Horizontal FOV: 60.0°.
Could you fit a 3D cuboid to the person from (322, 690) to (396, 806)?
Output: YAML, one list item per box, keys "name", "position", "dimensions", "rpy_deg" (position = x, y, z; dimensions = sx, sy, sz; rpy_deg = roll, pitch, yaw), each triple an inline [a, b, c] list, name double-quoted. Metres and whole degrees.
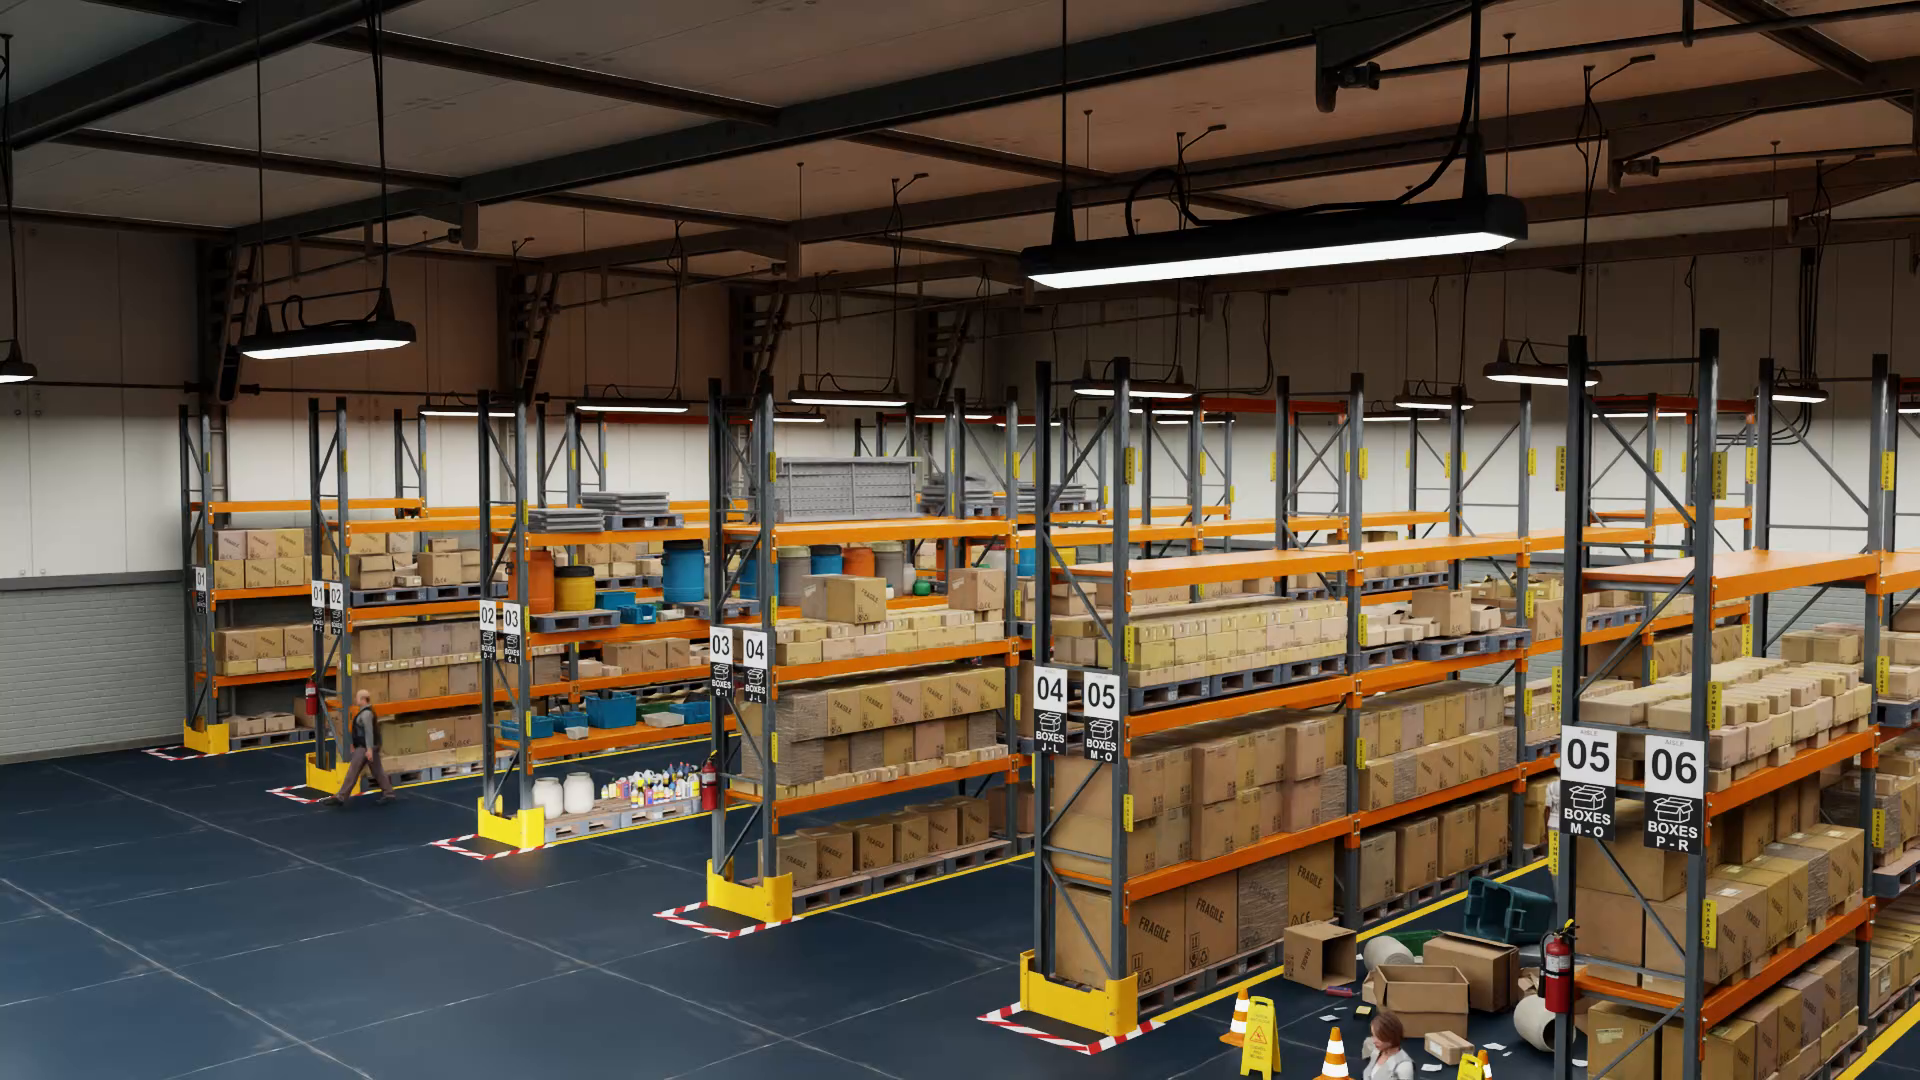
- name: "person"
  position: [-8.750, 3.020, 24.241]
  dimensions: [0.979, 1.673, 0.563]
  rpy_deg: [0, 3, -8]

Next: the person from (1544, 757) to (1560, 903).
- name: "person"
  position: [6.903, 3.329, 18.963]
  dimensions: [0.491, 1.680, 0.507]
  rpy_deg: [3, 4, 44]

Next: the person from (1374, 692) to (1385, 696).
- name: "person"
  position: [5.906, 3.051, 23.439]
  dimensions: [0.550, 1.838, 0.601]
  rpy_deg: [-2, 4, -40]

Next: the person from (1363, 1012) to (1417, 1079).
- name: "person"
  position: [2.746, 3.920, 10.692]
  dimensions: [0.817, 1.344, 0.426]
  rpy_deg: [0, 3, -8]
